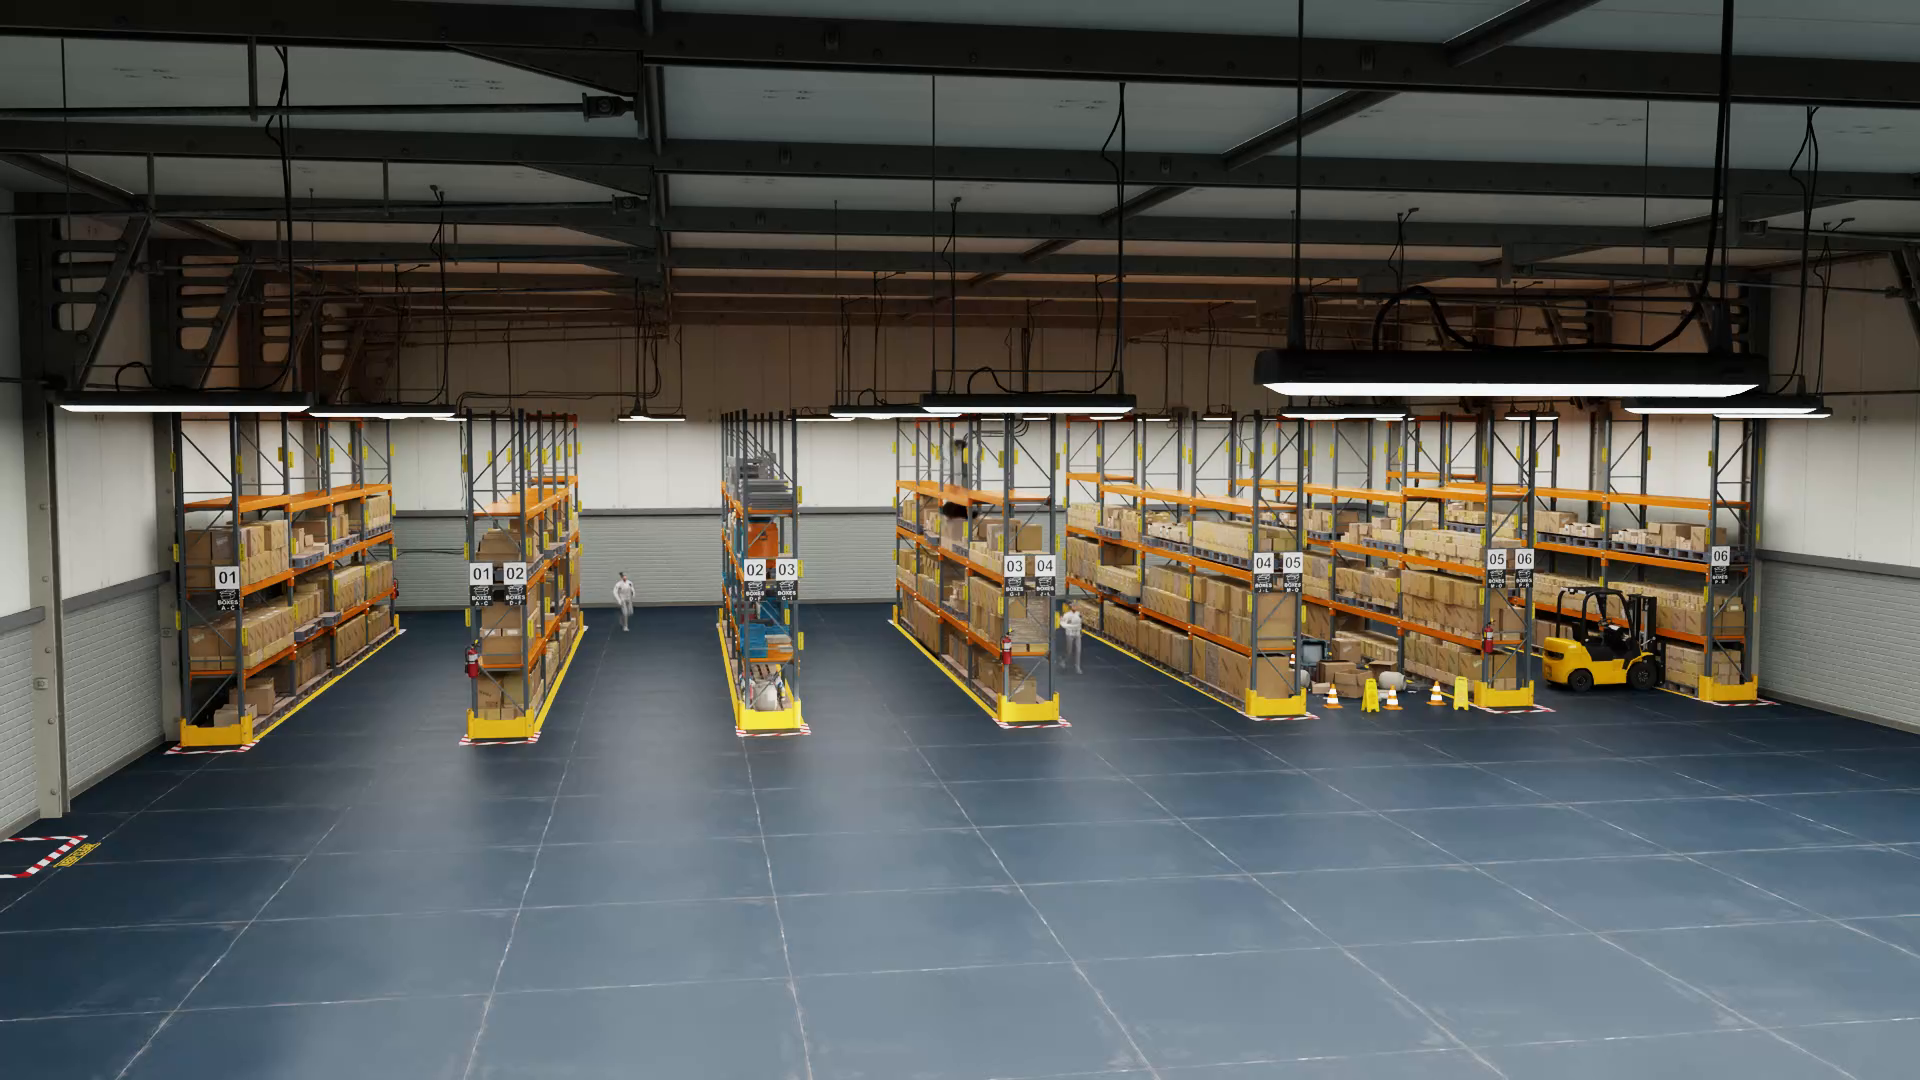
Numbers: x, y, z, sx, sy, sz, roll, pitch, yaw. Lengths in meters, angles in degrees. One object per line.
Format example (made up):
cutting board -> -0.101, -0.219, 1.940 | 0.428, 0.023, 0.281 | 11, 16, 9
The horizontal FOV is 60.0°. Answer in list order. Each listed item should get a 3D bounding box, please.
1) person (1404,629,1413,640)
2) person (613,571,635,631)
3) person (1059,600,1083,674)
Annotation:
person -> 11.204, 2.037, 41.375 | 0.575, 1.666, 0.797 | -1, 4, -15
person -> -9.320, 1.684, 46.243 | 0.652, 1.667, 0.507 | -3, 5, -40
person -> 2.585, 2.200, 38.195 | 0.629, 1.681, 0.840 | -2, 4, -27
